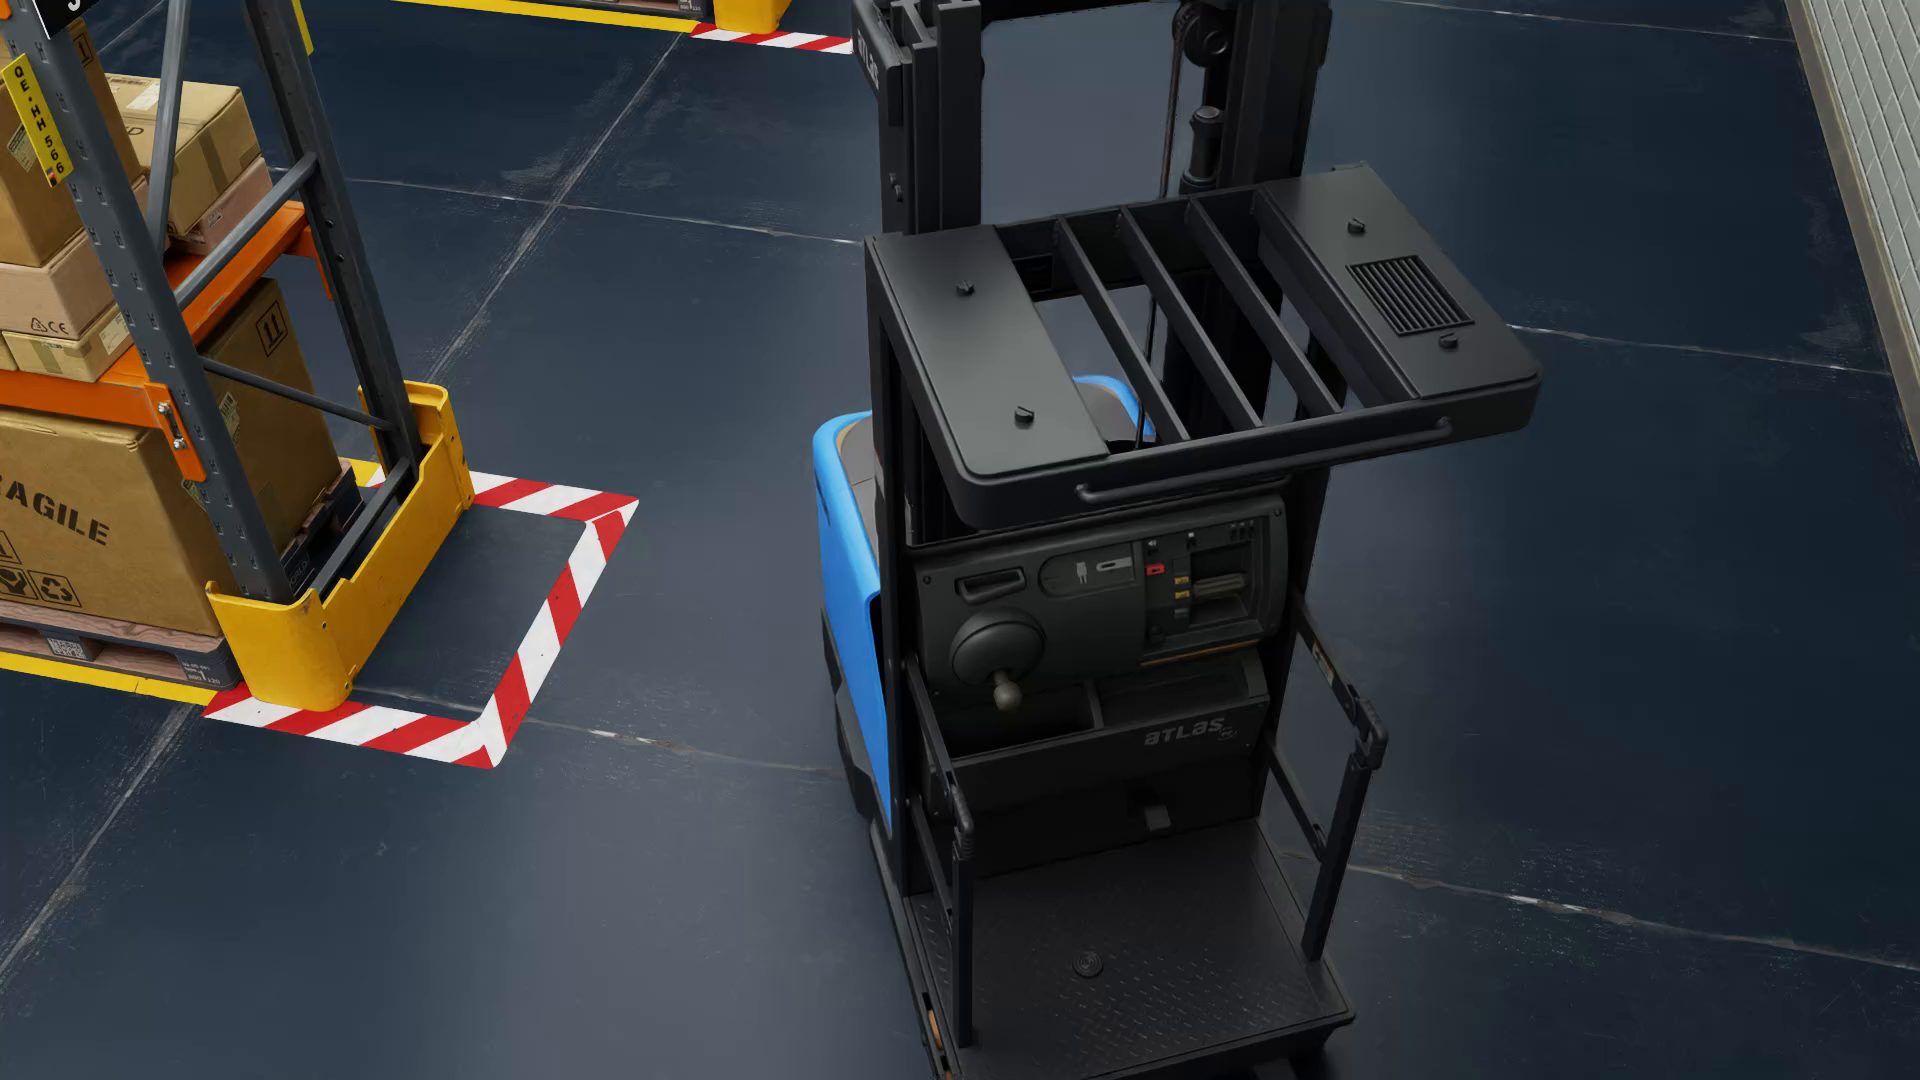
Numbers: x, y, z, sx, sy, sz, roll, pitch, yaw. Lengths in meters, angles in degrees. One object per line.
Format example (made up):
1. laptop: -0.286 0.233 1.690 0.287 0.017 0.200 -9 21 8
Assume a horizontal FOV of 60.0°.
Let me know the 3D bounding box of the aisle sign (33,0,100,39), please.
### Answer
1. aisle sign: -2.174 -1.636 3.912 0.004 0.787 0.394 9 45 9

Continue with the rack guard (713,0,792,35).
1. rack guard: -1.070 -3.370 9.390 0.348 0.500 1.175 9 45 9

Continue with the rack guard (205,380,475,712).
1. rack guard: -2.155 -0.009 5.899 0.348 0.500 1.175 9 45 9

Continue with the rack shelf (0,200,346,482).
1. rack shelf: -4.130 -0.957 5.600 4.000 0.370 1.077 9 45 9

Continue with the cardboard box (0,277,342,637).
1. cardboard box: -2.820 -0.342 5.671 0.875 0.875 0.875 9 45 9

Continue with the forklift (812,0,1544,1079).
1. forklift: 0.413 0.247 3.880 1.130 2.935 3.031 -11 45 -11

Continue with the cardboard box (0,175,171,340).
1. cardboard box: -2.709 -0.860 4.874 0.500 0.250 0.500 8 45 8

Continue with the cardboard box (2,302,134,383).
1. cardboard box: -2.598 -0.654 4.947 0.250 0.149 0.380 10 45 10

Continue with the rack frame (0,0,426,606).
1. rack frame: -2.178 -0.913 5.036 0.127 3.000 1.000 9 45 9

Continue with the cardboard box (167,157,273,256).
1. cardboard box: -2.453 -1.100 5.411 0.250 0.149 0.380 9 45 10

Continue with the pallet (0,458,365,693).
1. pallet: -2.976 0.023 6.074 1.213 0.211 1.003 9 45 9

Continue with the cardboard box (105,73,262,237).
1. cardboard box: -2.588 -1.222 5.250 0.500 0.250 0.500 8 44 8

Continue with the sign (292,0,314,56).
1. sign: -2.051 -1.628 5.097 0.005 0.325 0.100 9 45 9

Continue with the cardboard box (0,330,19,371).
1. cardboard box: -2.852 -0.692 4.987 0.250 0.149 0.380 9 45 9

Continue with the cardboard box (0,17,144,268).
1. cardboard box: -2.711 -1.132 4.616 0.500 0.500 0.500 9 45 10

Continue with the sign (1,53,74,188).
1. sign: -2.310 -1.051 4.173 0.005 0.325 0.100 9 45 9

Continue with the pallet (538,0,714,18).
1. pallet: -1.893 -3.412 9.642 1.213 0.211 1.003 9 45 9

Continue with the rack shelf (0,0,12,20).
1. rack shelf: -4.130 -2.038 4.560 4.000 0.370 1.077 9 45 9
